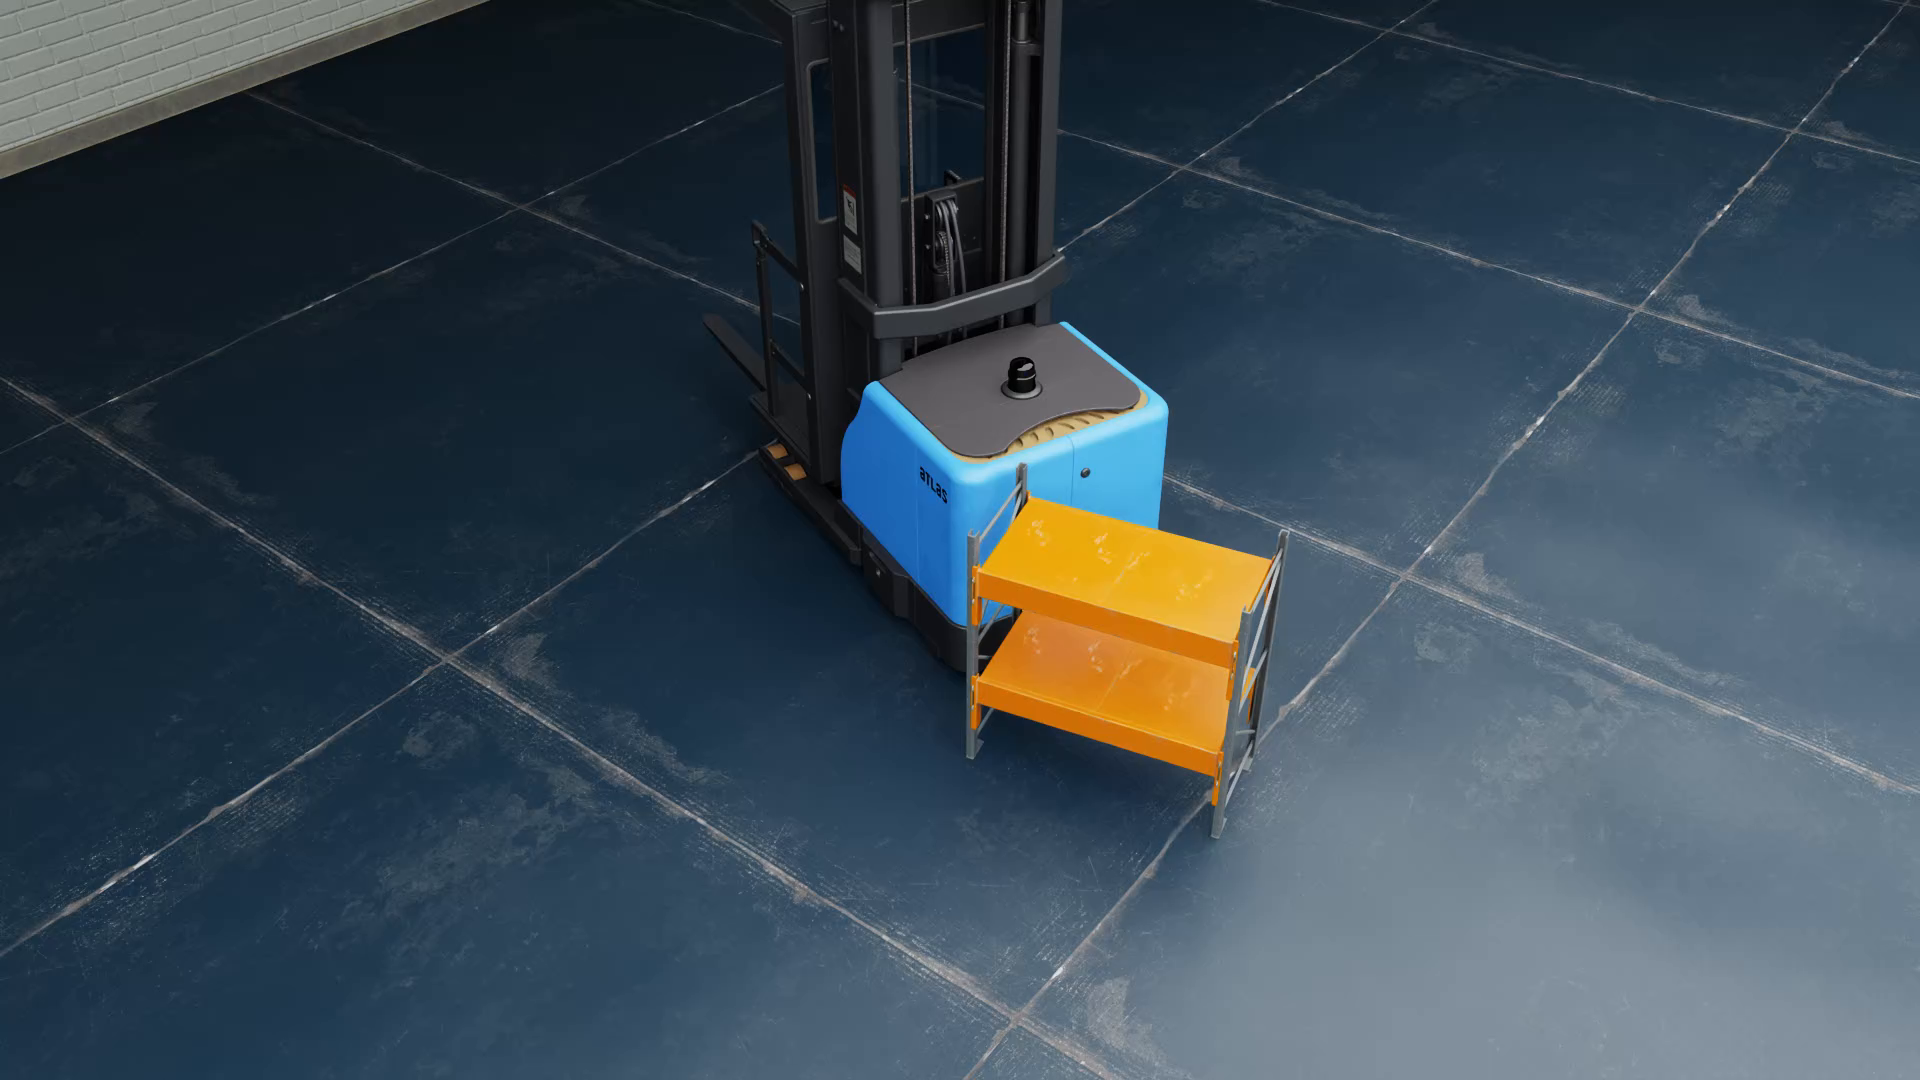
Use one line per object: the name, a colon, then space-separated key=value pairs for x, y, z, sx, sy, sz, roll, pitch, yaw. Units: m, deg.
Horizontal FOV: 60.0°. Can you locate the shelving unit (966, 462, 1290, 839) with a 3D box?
shelving unit: x=0.604 y=0.419 z=6.303 sx=1.048 sy=1.125 sz=0.538 roll=16 pitch=41 yaw=19

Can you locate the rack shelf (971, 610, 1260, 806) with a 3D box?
rack shelf: x=0.604 y=0.611 z=6.454 sx=1.000 sy=0.278 sz=0.538 roll=16 pitch=41 yaw=19

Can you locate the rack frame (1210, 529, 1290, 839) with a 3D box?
rack frame: x=1.068 y=0.548 z=6.138 sx=0.032 sy=1.125 sz=0.500 roll=16 pitch=41 yaw=19

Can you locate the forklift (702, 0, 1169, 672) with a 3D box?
forklift: x=-0.323 y=-1.487 z=7.272 sx=1.130 sy=2.935 sz=3.031 roll=-20 pitch=42 yaw=-24

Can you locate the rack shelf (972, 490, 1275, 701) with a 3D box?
rack shelf: x=0.604 y=0.188 z=6.122 sx=1.000 sy=0.278 sz=0.538 roll=16 pitch=41 yaw=19

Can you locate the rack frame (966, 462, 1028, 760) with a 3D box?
rack frame: x=0.141 y=0.290 z=6.467 sx=0.032 sy=1.125 sz=0.500 roll=16 pitch=41 yaw=19
